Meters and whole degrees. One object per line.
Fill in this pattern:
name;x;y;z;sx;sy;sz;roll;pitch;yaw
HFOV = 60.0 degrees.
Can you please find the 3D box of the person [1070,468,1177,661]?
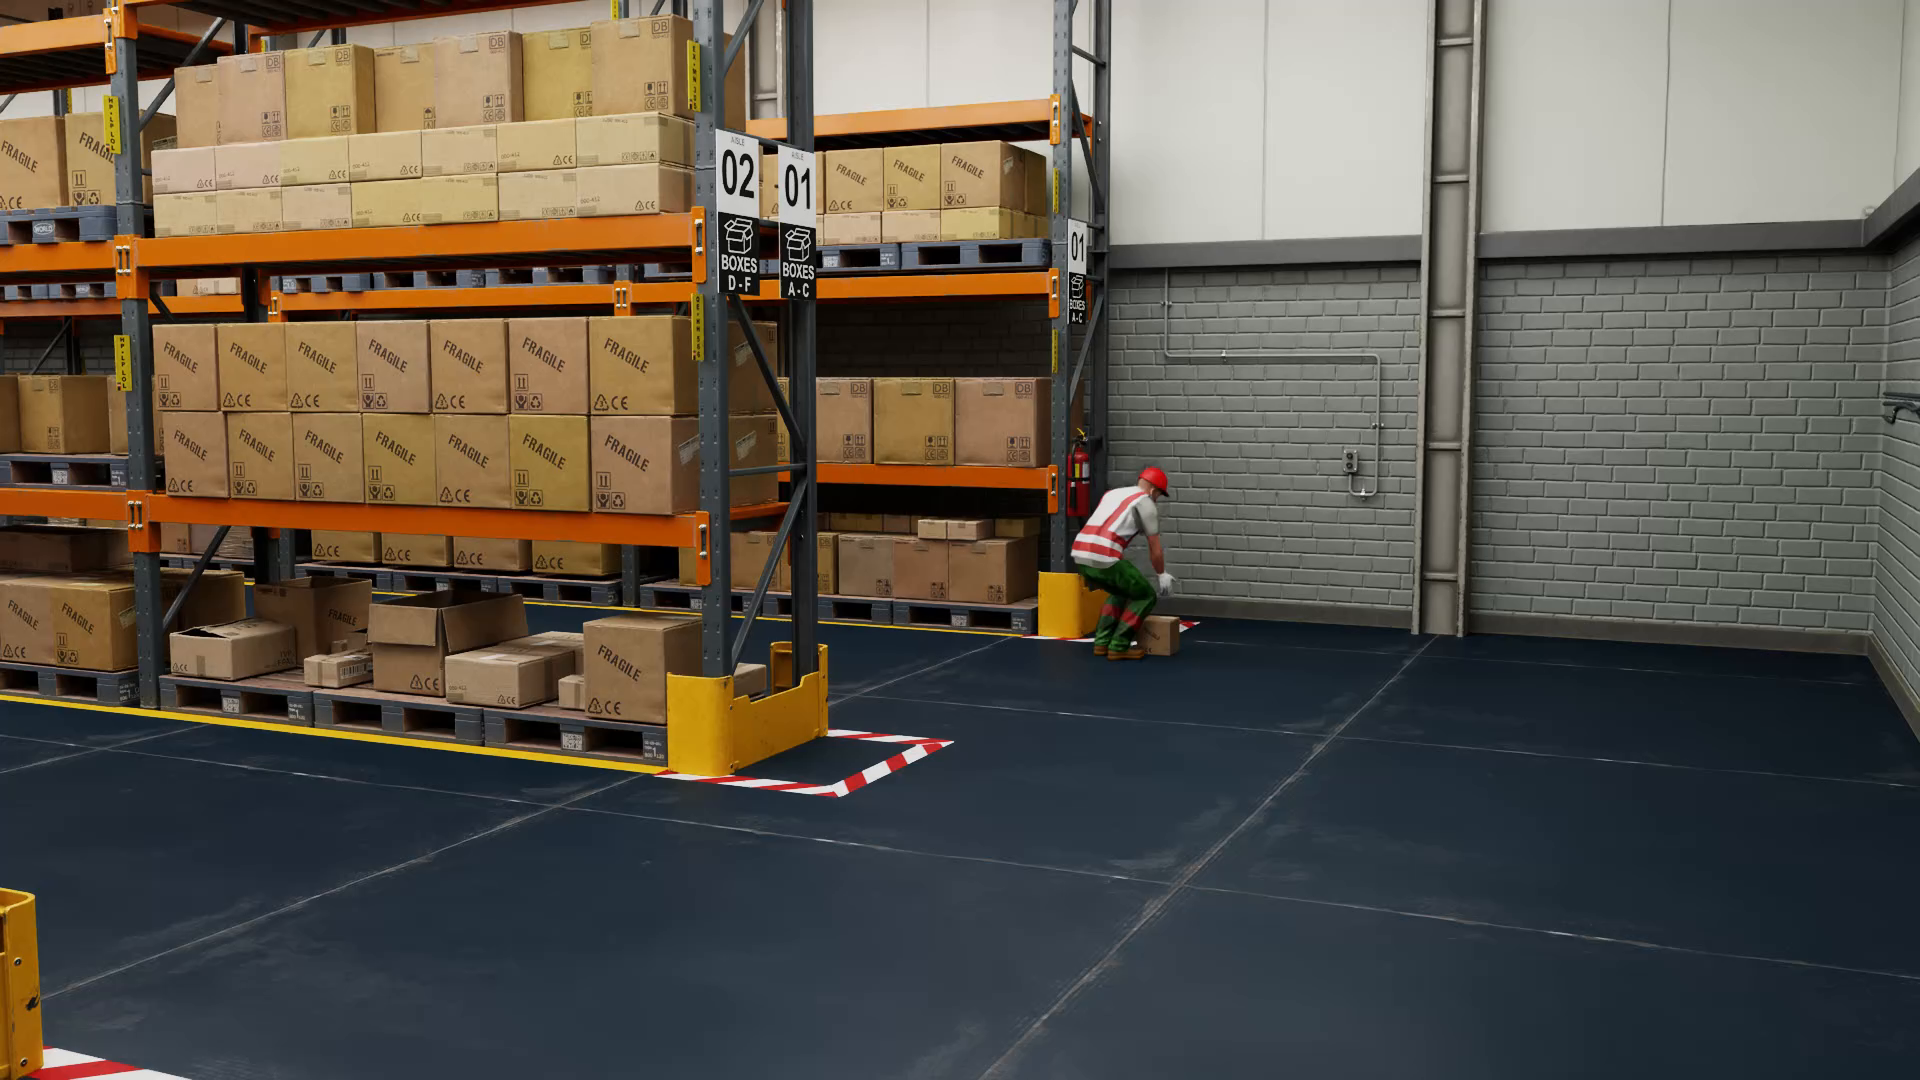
person;1.165;0.161;11.970;0.795;1.351;0.584;-3;6;-28
